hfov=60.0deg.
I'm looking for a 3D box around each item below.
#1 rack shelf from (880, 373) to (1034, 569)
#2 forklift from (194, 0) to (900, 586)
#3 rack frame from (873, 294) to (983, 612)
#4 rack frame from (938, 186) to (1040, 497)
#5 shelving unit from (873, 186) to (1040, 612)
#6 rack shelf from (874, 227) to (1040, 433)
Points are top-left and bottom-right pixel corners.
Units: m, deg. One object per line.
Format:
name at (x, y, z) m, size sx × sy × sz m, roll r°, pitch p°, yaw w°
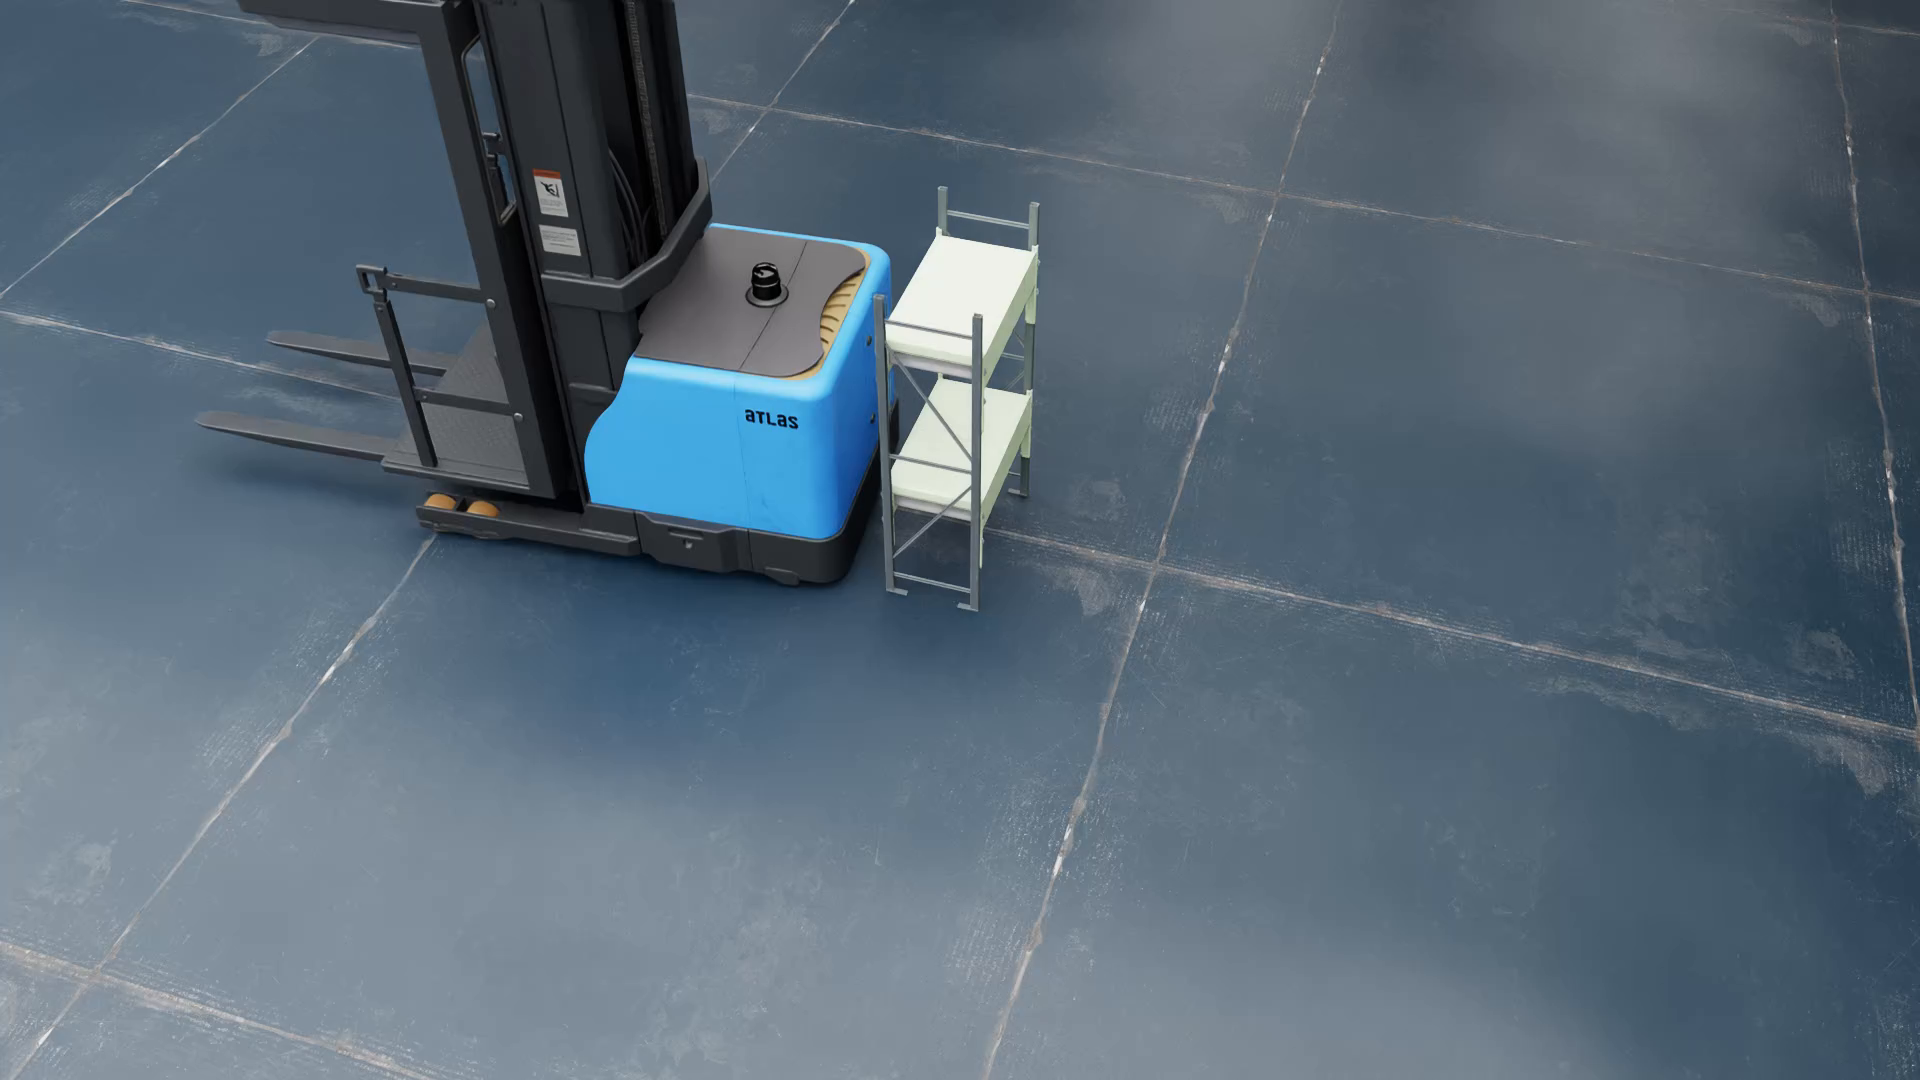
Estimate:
rack shelf at (-0.002, -0.299, 6.848) m, size 0.431 × 0.370 × 0.720 m, roll 13°, pitch 46°, yaw 12°
forklift at (-1.847, -1.401, 6.485) m, size 3.031 × 2.935 × 1.130 m, roll 9°, pitch 45°, yaw 9°
rack frame at (-0.113, -0.288, 6.371) m, size 0.400 × 1.500 × 0.023 m, roll 13°, pitch 46°, yaw 12°
rack frame at (0.109, -0.776, 6.869) m, size 0.400 × 1.500 × 0.023 m, roll 13°, pitch 46°, yaw 12°
shelving unit at (-0.002, -0.532, 6.620) m, size 0.431 × 1.500 × 0.755 m, roll 13°, pitch 46°, yaw 12°
rack shelf at (-0.002, -0.811, 6.347) m, size 0.431 × 0.370 × 0.720 m, roll 13°, pitch 46°, yaw 12°
